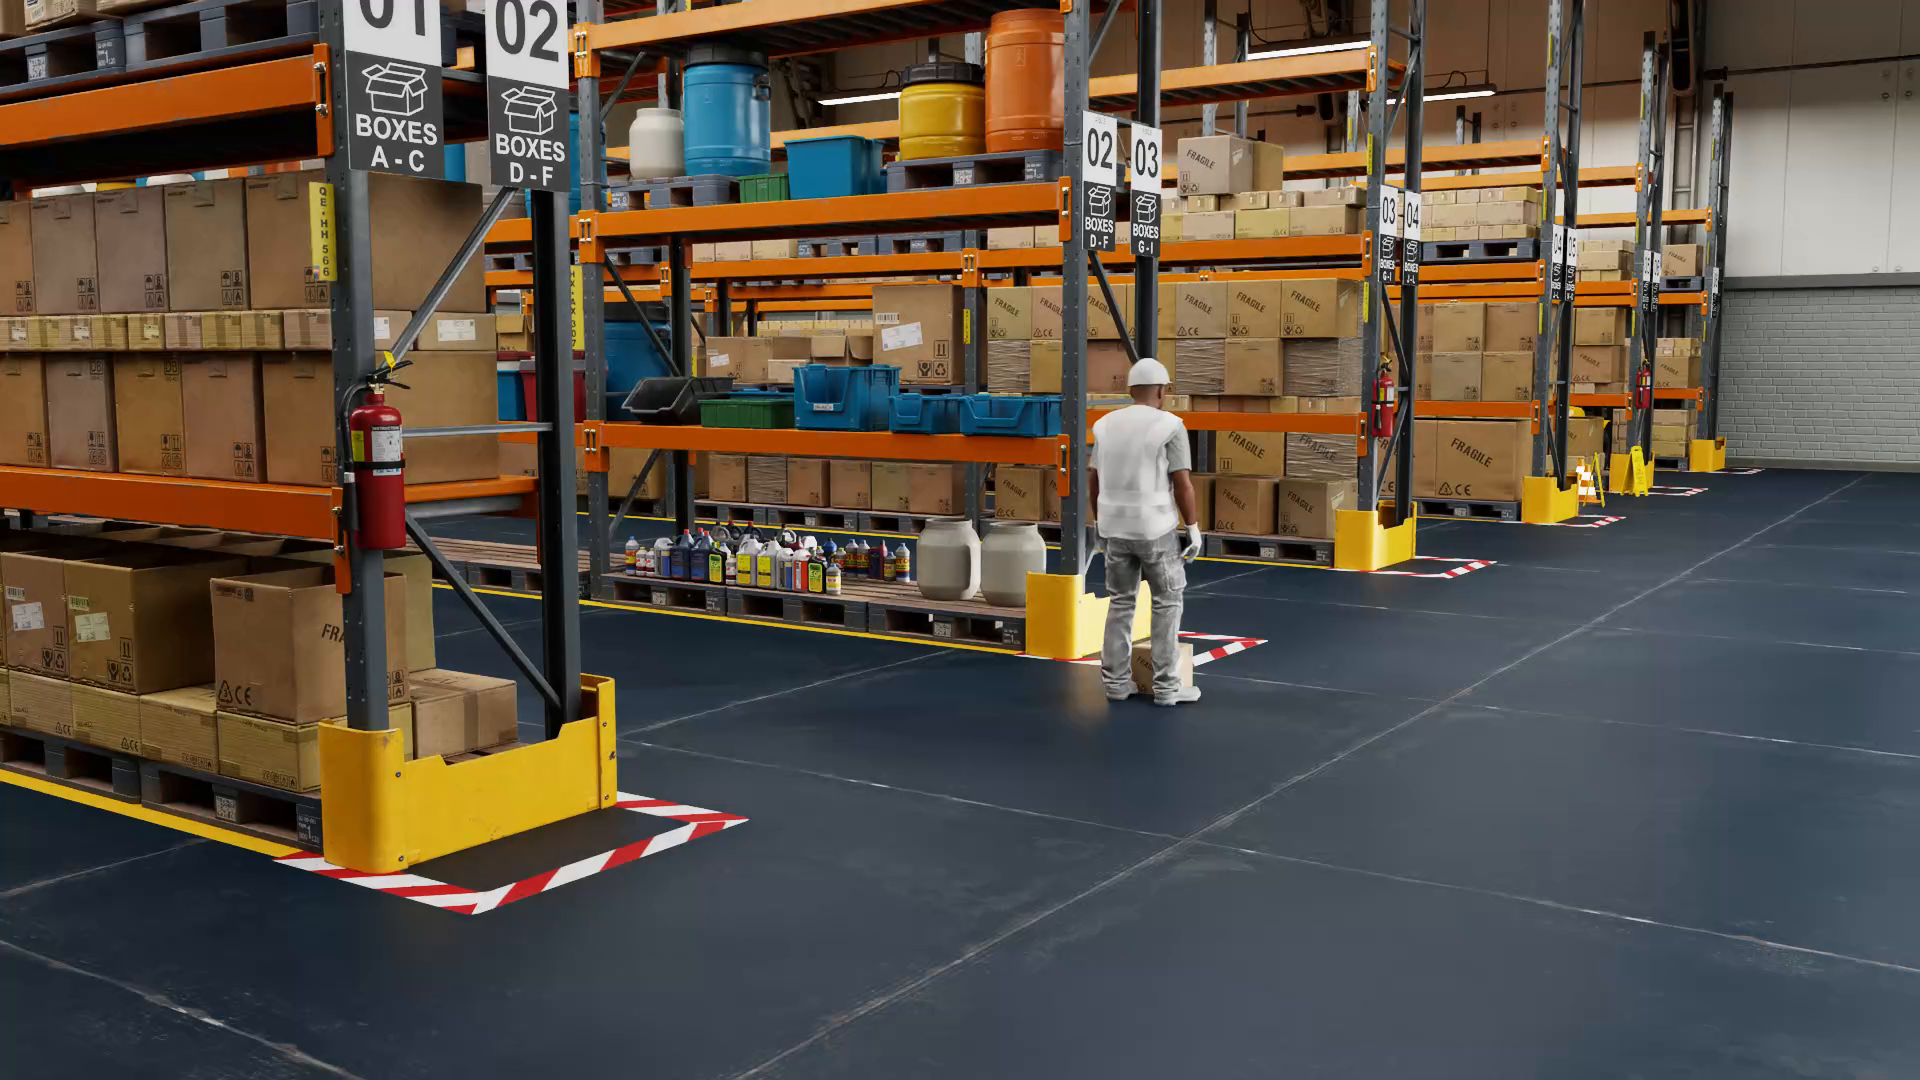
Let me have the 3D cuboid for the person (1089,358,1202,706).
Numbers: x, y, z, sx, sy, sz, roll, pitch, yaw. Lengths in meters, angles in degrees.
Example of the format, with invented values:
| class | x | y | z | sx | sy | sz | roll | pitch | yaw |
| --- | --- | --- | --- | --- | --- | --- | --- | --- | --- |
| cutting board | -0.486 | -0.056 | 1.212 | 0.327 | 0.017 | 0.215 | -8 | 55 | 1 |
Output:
| class | x | y | z | sx | sy | sz | roll | pitch | yaw |
| --- | --- | --- | --- | --- | --- | --- | --- | --- | --- |
| person | 0.956 | -0.049 | 8.622 | 0.617 | 1.775 | 0.446 | 5 | 8 | 36 |
